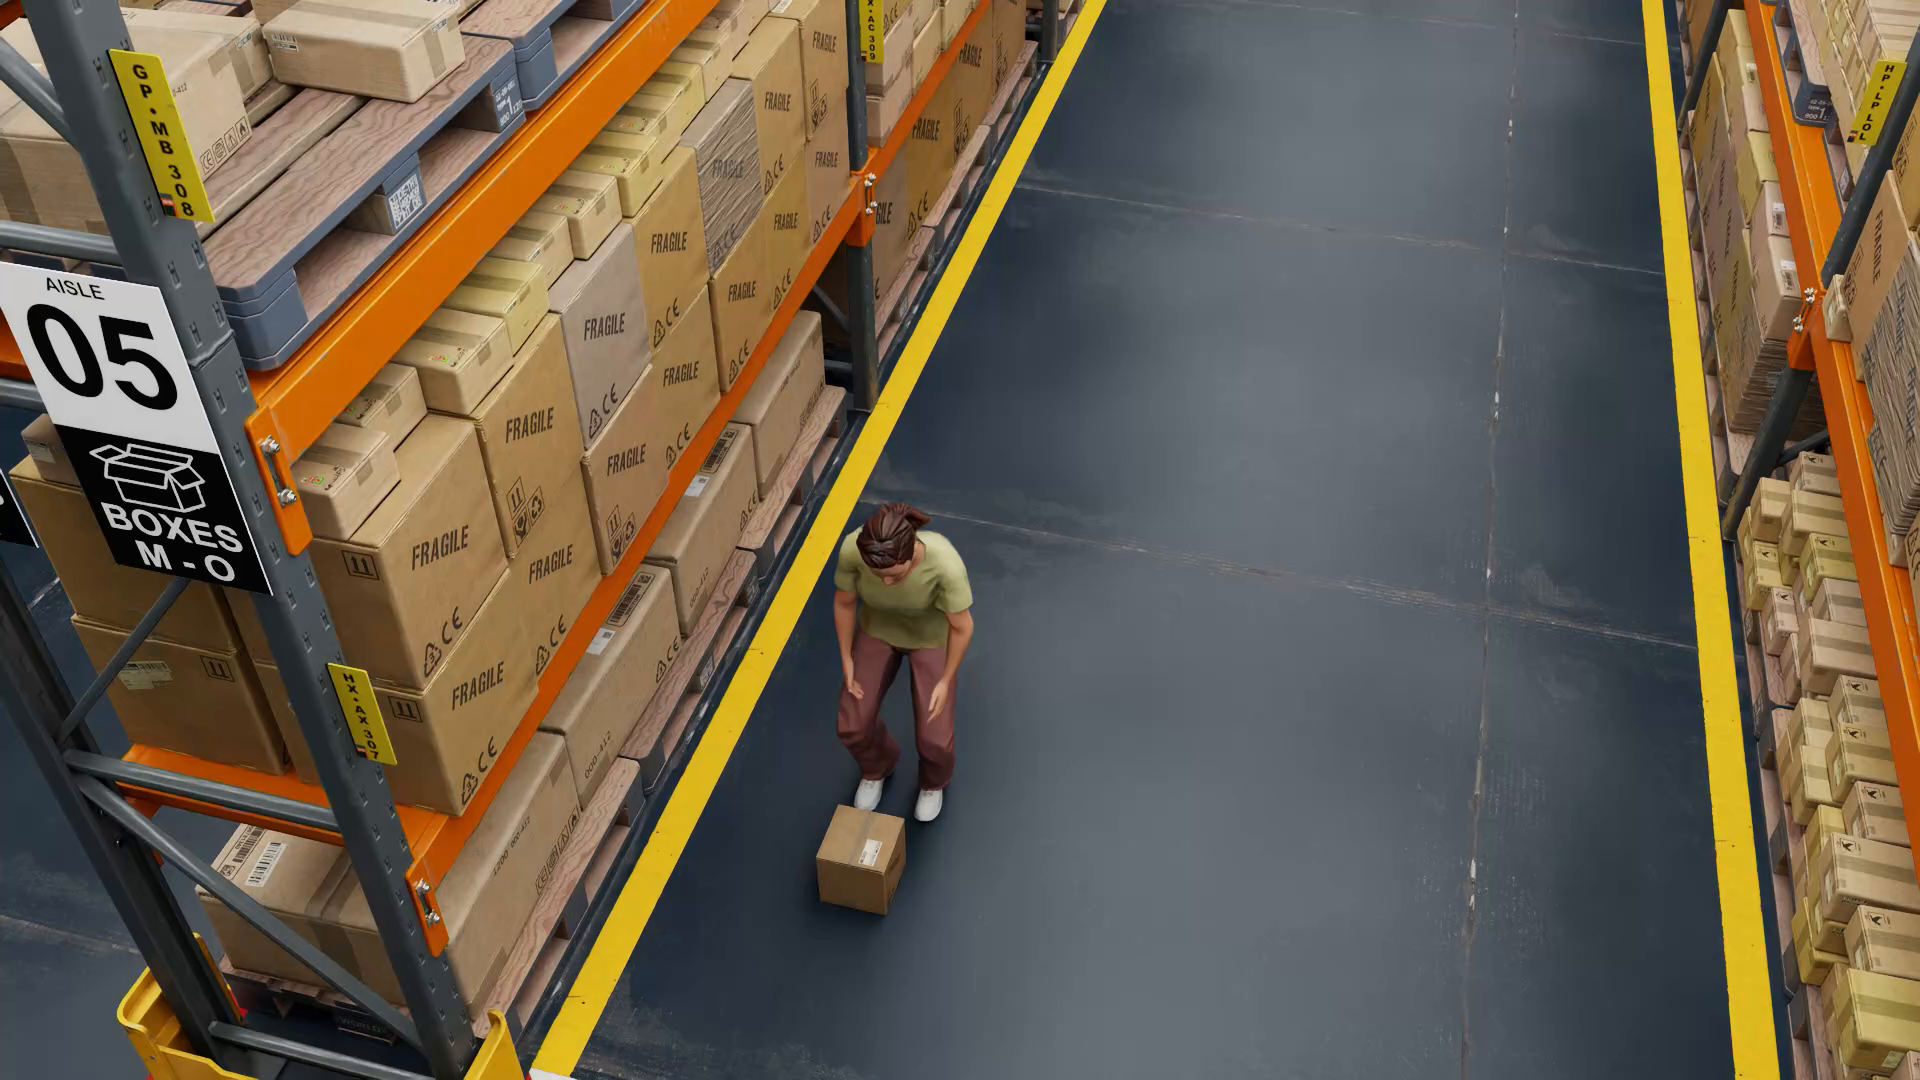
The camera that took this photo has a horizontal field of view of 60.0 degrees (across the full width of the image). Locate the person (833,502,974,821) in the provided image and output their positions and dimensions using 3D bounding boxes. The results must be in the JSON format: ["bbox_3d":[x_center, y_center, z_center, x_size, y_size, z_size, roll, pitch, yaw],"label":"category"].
[{"bbox_3d":[-0.189,0.402,5.828,0.498,1.515,0.532,12,42,13],"label":"person"}]
